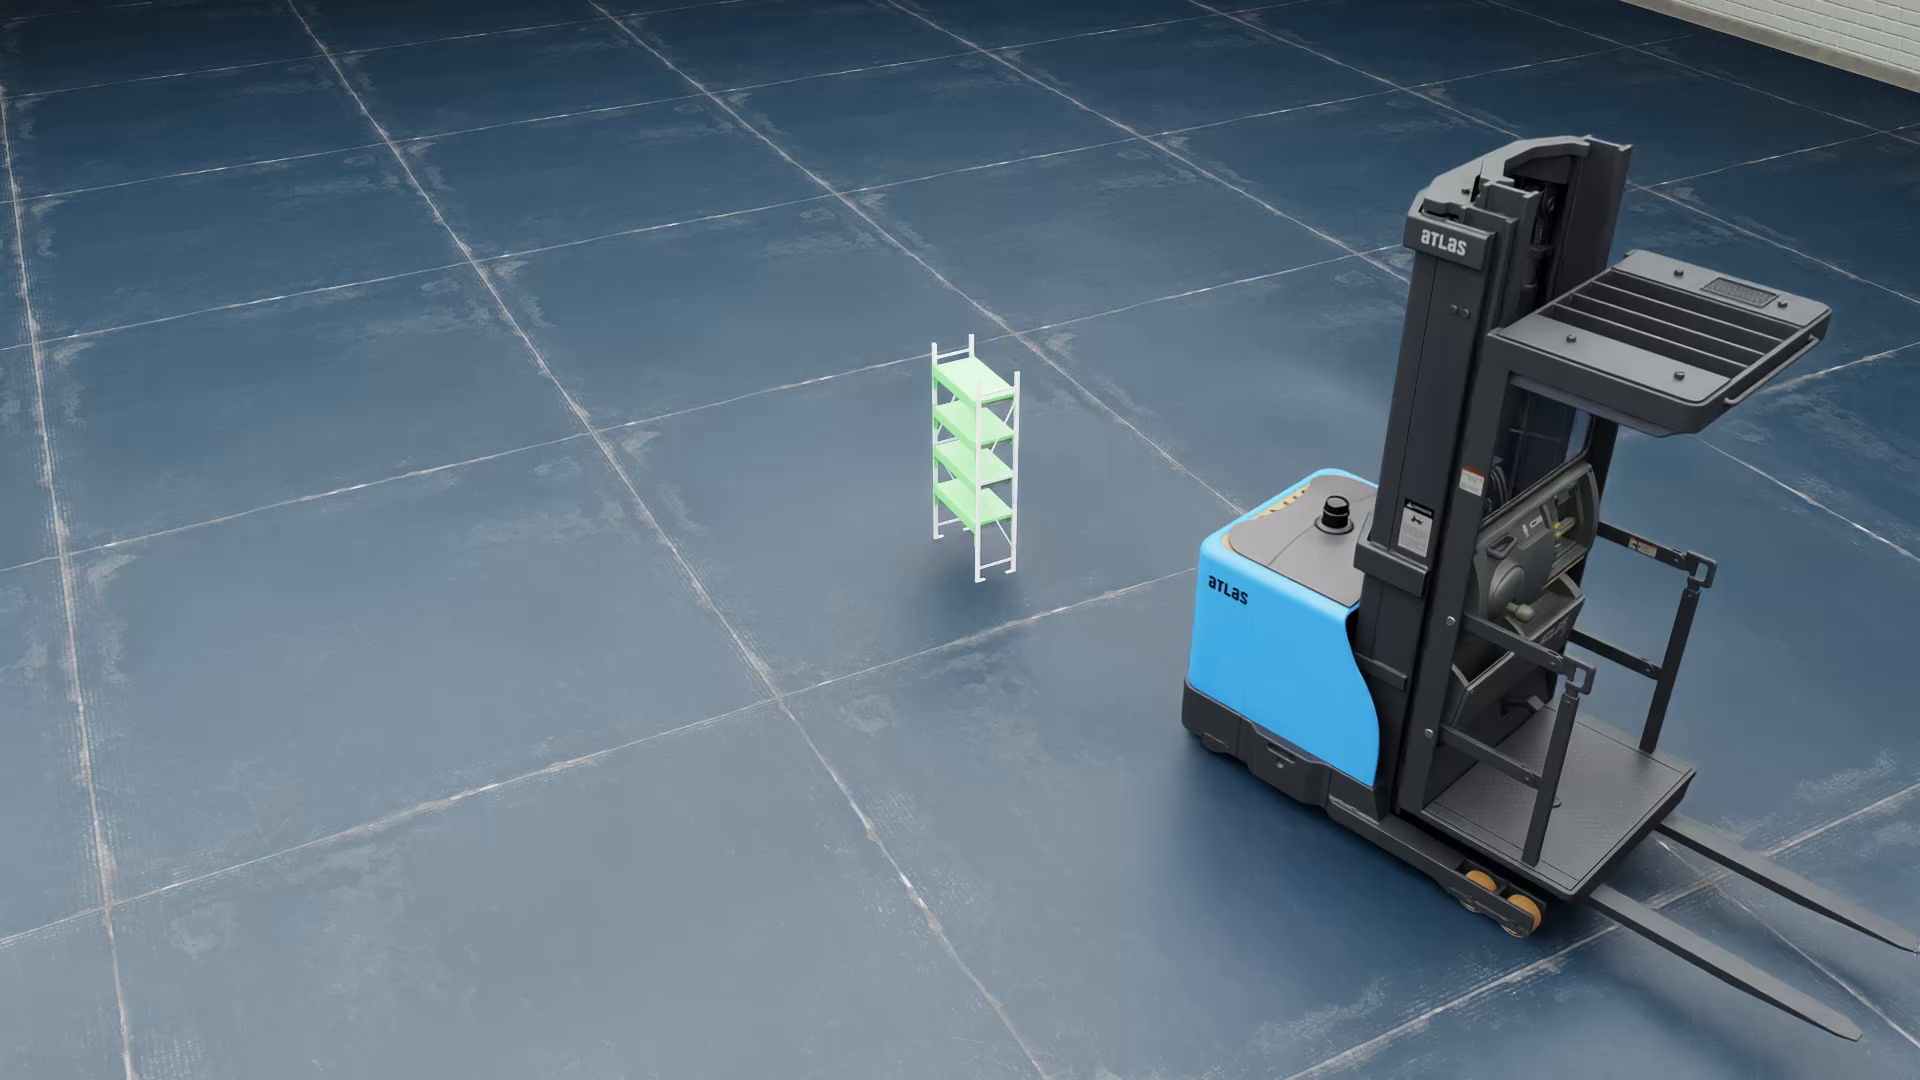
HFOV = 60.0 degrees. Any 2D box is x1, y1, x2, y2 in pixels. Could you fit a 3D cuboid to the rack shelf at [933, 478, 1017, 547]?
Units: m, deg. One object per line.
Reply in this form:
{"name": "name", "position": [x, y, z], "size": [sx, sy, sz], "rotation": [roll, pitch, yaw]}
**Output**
{"name": "rack shelf", "position": [0.077, -0.170, 8.986], "size": [0.258, 0.148, 0.480], "rotation": [-16, 36, -23]}

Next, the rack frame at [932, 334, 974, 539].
{"name": "rack frame", "position": [-0.037, -0.543, 9.003], "size": [0.240, 1.200, 0.015], "rotation": [-16, 36, -23]}

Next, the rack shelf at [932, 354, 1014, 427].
{"name": "rack shelf", "position": [0.077, -0.777, 8.597], "size": [0.258, 0.148, 0.480], "rotation": [-16, 36, -23]}

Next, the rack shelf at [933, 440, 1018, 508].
{"name": "rack shelf", "position": [0.077, -0.372, 8.856], "size": [0.258, 0.148, 0.480], "rotation": [-16, 36, -23]}

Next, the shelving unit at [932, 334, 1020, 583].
{"name": "shelving unit", "position": [0.077, -0.426, 8.822], "size": [0.258, 1.200, 0.503], "rotation": [-16, 36, -23]}

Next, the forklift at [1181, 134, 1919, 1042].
{"name": "forklift", "position": [2.429, 0.060, 6.458], "size": [1.130, 2.935, 3.031], "rotation": [-28, 42, -36]}

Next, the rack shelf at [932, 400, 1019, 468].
{"name": "rack shelf", "position": [0.077, -0.574, 8.727], "size": [0.258, 0.148, 0.480], "rotation": [-16, 36, -23]}

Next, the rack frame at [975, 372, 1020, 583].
{"name": "rack frame", "position": [0.191, -0.310, 8.640], "size": [0.240, 1.200, 0.015], "rotation": [-16, 36, -23]}
